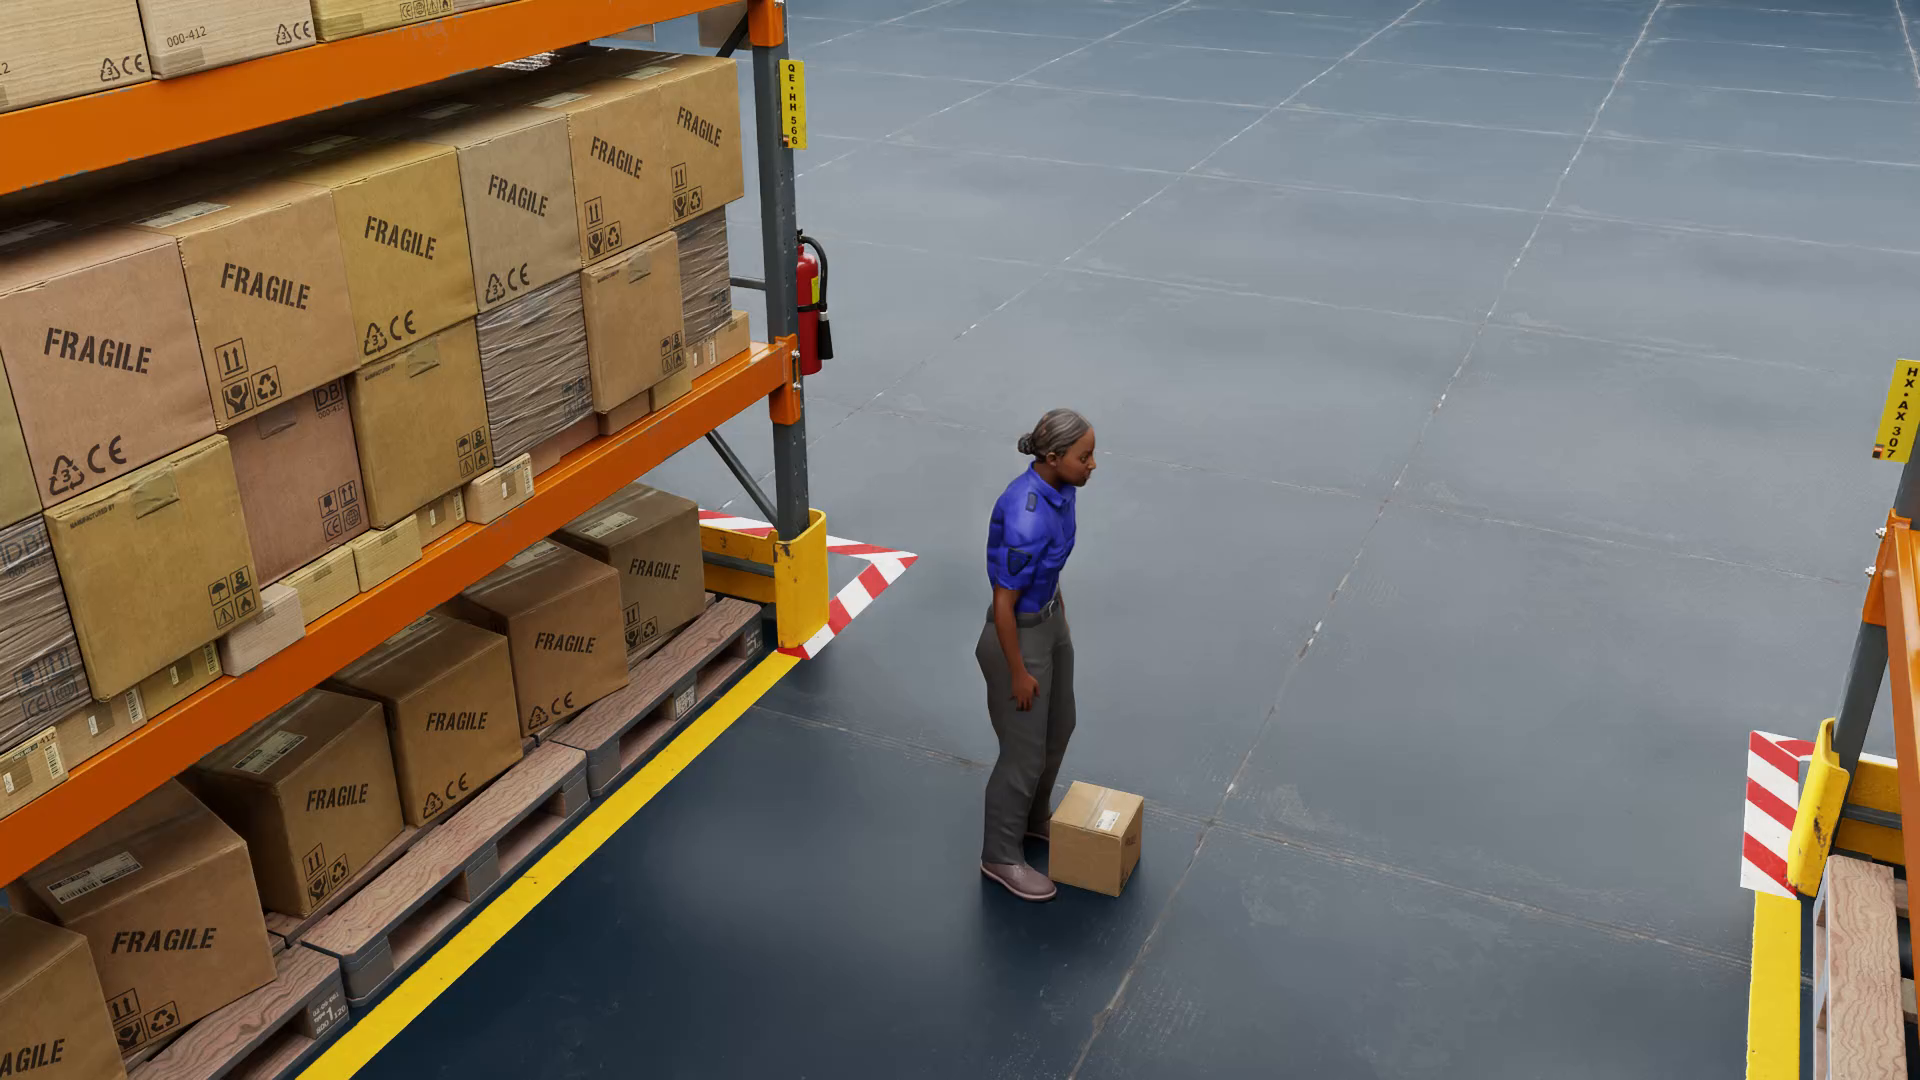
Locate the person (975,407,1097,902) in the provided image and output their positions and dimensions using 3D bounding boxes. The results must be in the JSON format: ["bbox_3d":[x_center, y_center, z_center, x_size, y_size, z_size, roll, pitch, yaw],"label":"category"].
[{"bbox_3d":[0.244,0.351,5.426,0.350,1.639,0.527,10,28,19],"label":"person"}]
